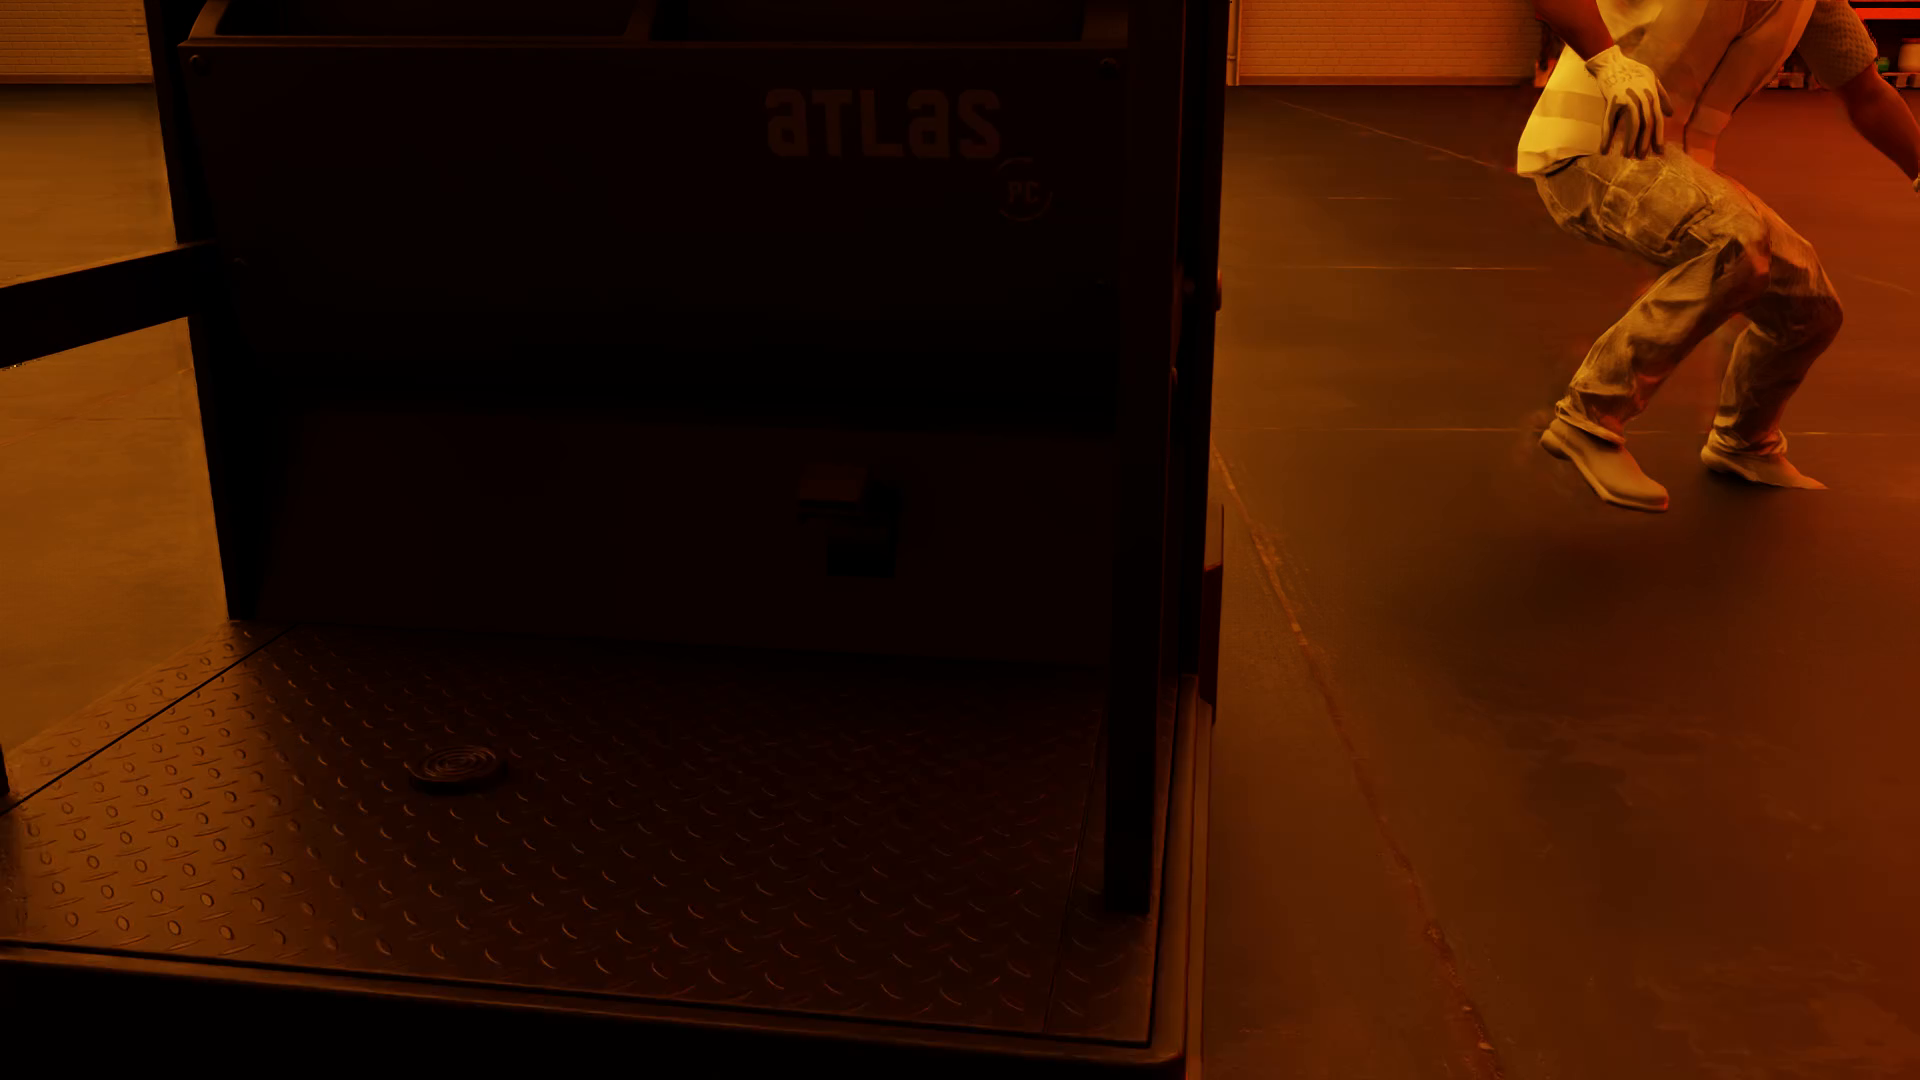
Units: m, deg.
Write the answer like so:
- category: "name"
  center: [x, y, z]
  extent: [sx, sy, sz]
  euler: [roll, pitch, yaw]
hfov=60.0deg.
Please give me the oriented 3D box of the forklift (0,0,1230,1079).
- category: "forklift"
  center: [-0.319, -0.883, 1.271]
  extent: [1.130, 2.935, 3.031]
  euler: [3, 17, 8]

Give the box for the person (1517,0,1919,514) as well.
- category: "person"
  center: [1.579, -0.764, 3.385]
  extent: [0.894, 1.545, 0.731]
  euler: [-10, 20, -30]
